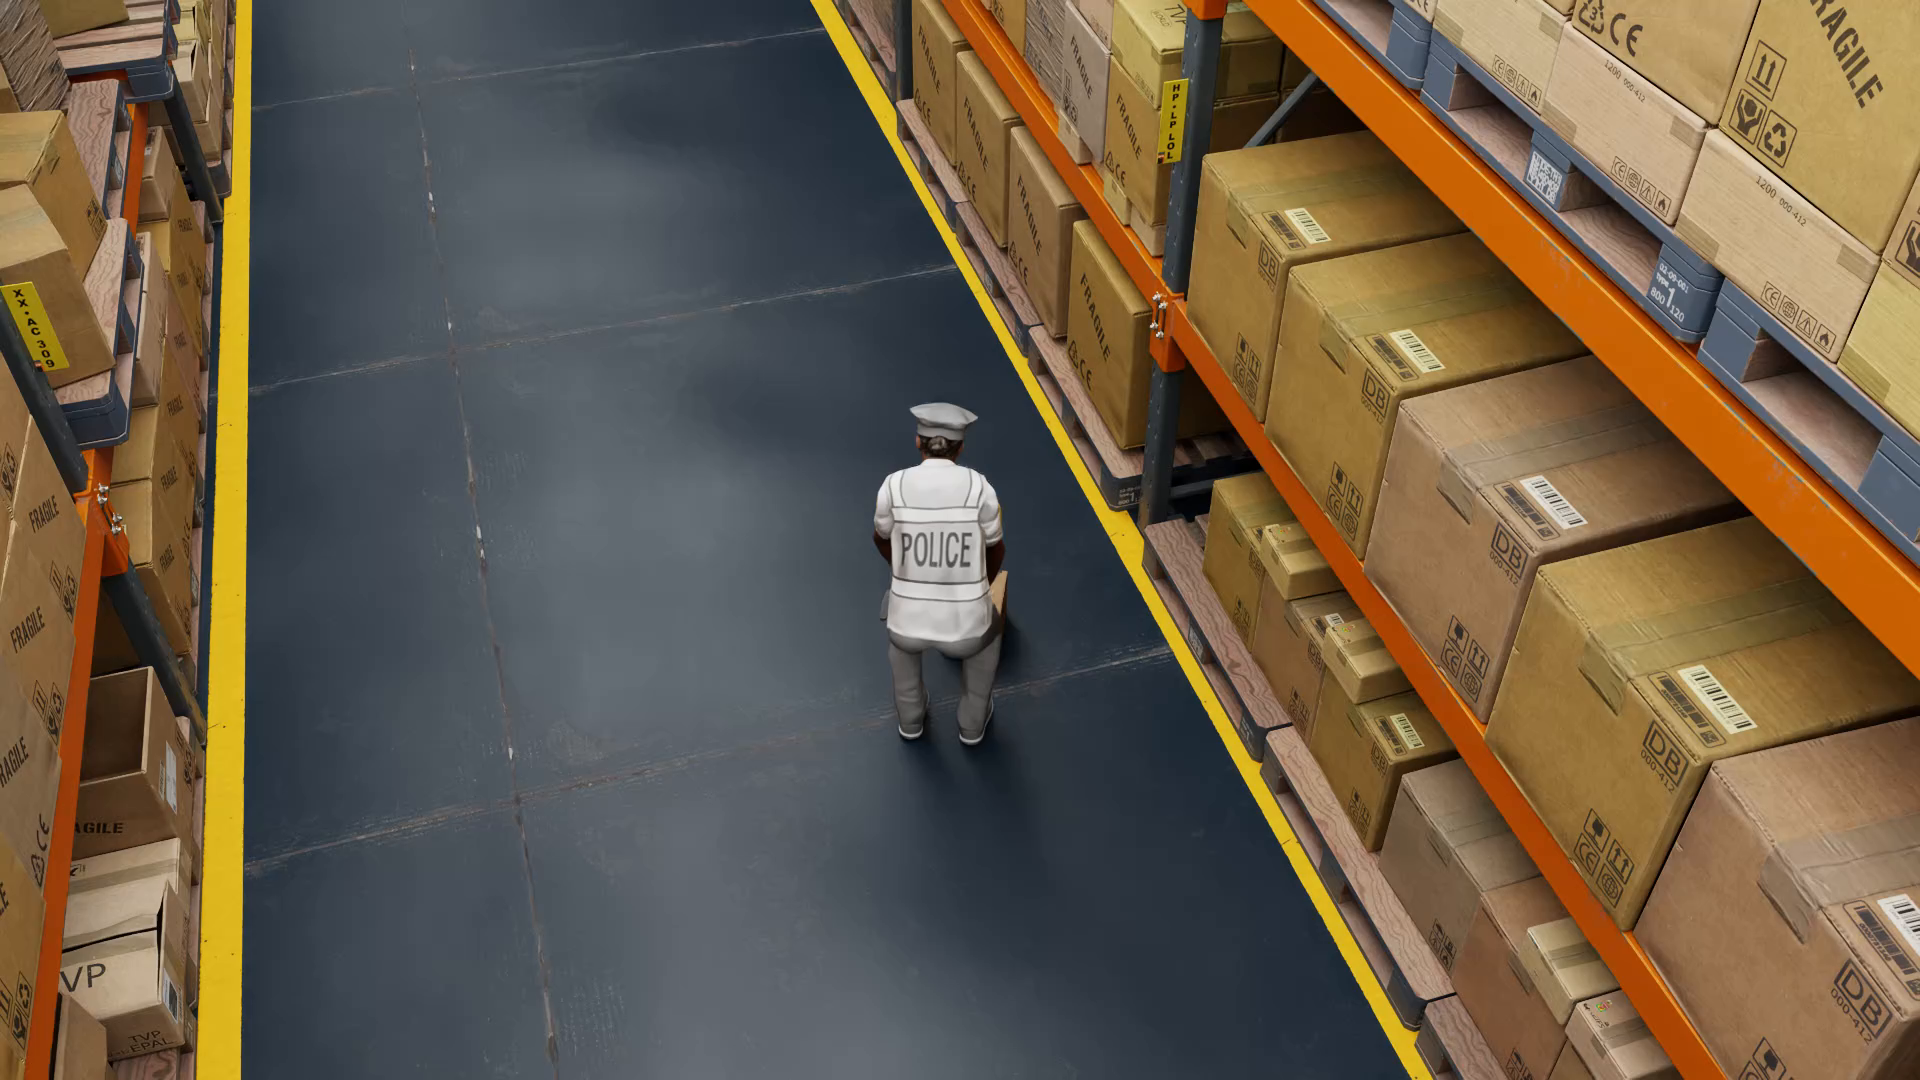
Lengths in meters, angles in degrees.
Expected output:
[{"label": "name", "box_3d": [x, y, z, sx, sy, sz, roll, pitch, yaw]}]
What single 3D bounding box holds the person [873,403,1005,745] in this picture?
[{"label": "person", "box_3d": [-0.091, 0.166, 6.232, 0.496, 1.331, 0.741, 5, 43, 6]}]
